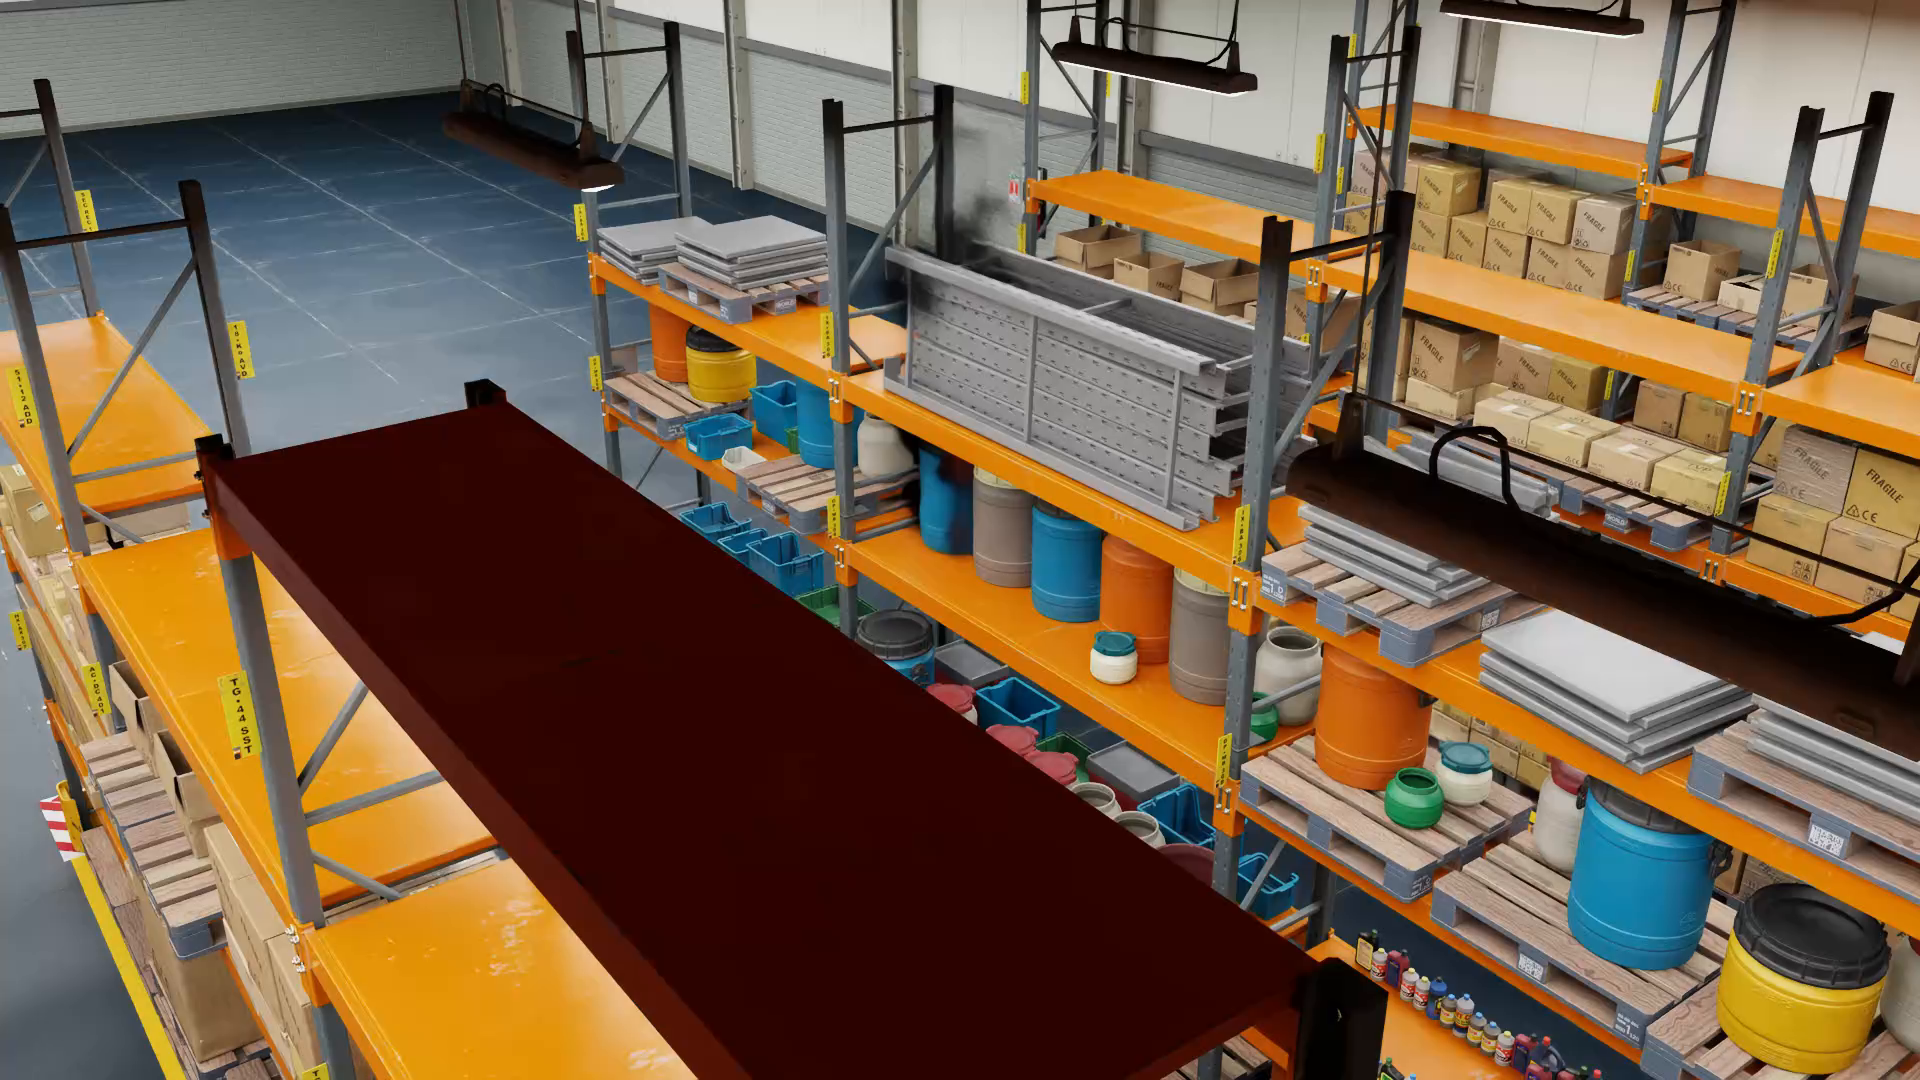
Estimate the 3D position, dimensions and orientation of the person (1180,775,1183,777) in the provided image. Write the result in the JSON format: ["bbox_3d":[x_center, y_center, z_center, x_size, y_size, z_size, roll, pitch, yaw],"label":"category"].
[{"bbox_3d":[2.045,1.225,13.513,0.798,1.862,0.681,23,33,40],"label":"person"}]
